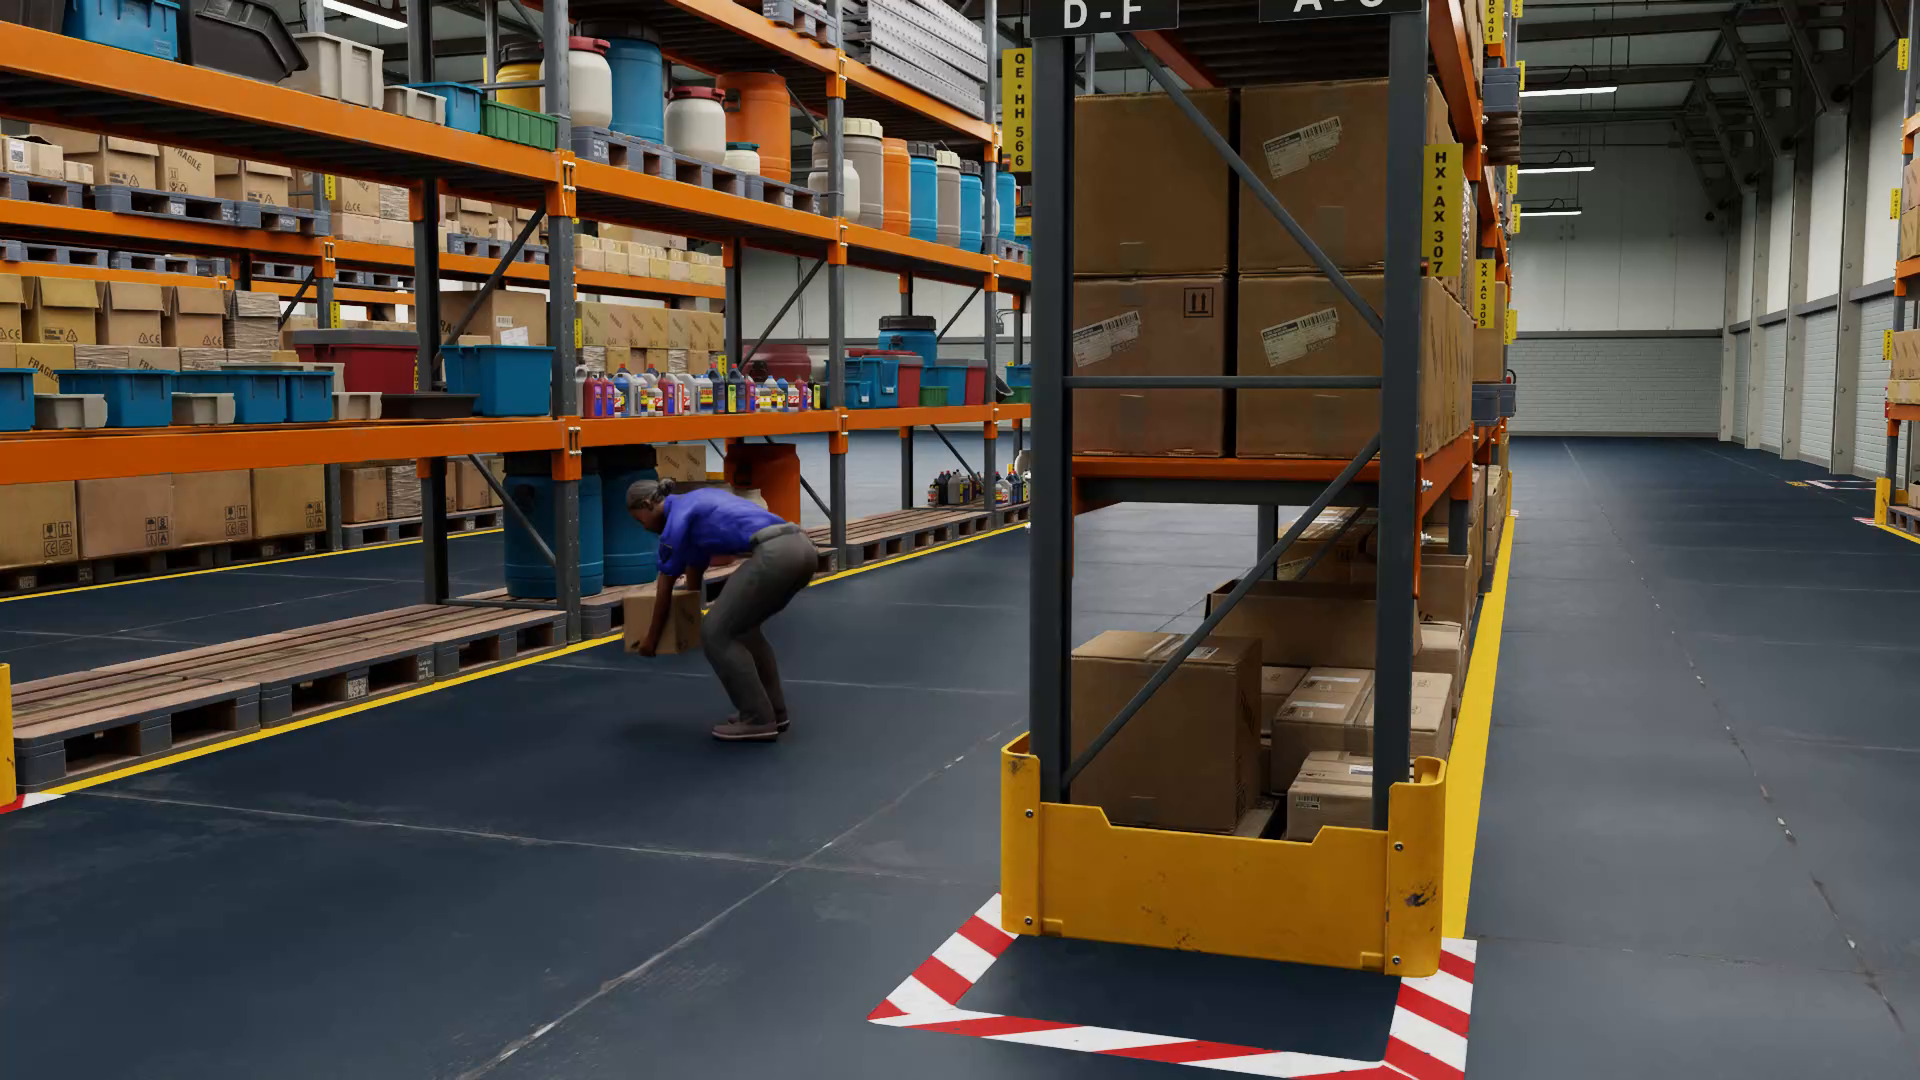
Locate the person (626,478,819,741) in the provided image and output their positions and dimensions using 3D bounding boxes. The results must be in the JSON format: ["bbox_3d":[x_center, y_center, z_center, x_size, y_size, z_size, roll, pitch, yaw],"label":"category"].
[{"bbox_3d":[-1.042,0.288,7.190,0.850,1.104,0.443,2,6,16],"label":"person"}]
